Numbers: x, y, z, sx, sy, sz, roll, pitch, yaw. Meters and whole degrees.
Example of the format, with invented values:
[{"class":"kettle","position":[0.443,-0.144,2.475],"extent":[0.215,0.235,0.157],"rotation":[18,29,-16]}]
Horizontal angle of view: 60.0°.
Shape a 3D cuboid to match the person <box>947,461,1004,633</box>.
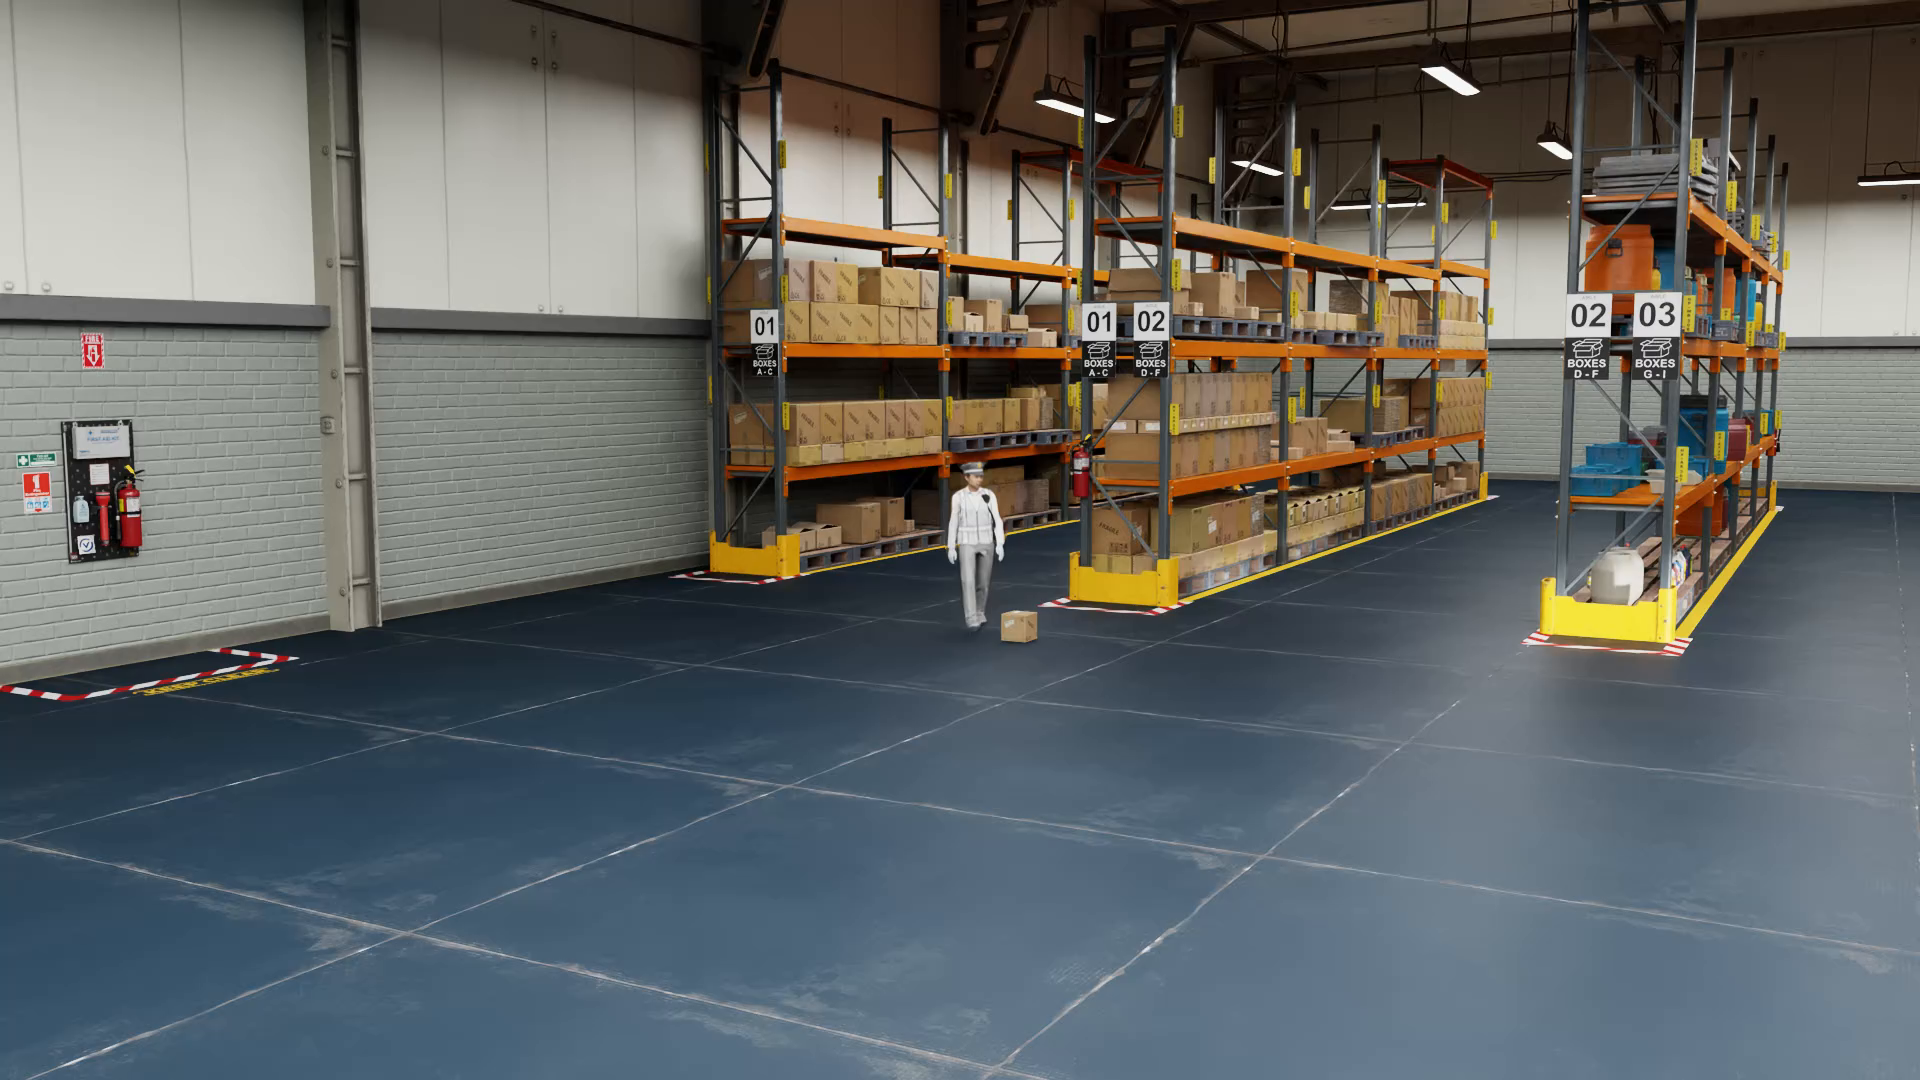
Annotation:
[{"class":"person","position":[0.177,0.051,15.876],"extent":[0.514,1.607,1.013],"rotation":[-1,6,-13]}]
